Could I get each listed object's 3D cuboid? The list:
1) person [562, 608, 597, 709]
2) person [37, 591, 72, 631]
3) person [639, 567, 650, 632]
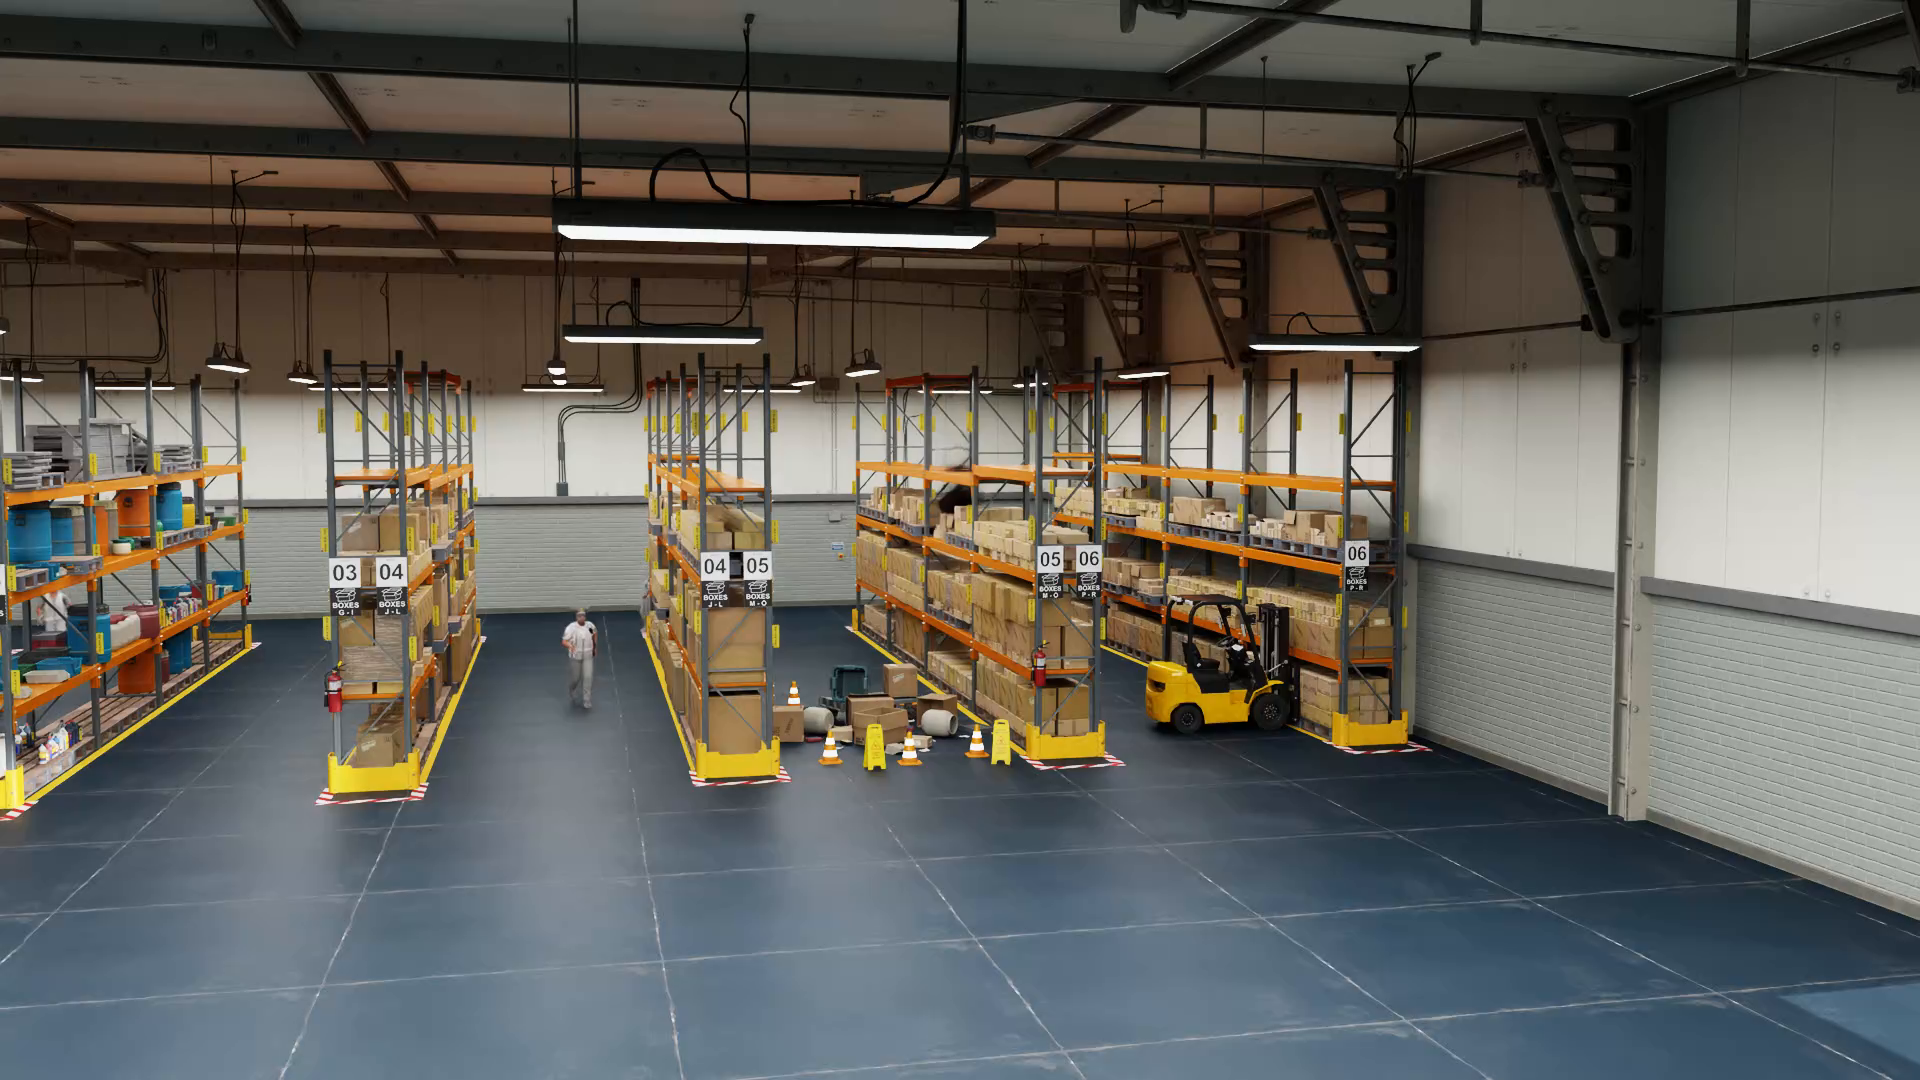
[{"bbox_3d":[-6.747,2.065,29.567,0.647,1.767,0.950,-2,4,-24],"label":"person"},{"bbox_3d":[-19.082,1.706,35.070,0.668,1.745,0.632,-2,4,-27],"label":"person"},{"bbox_3d":[-7.423,1.392,40.224,0.659,1.670,0.620,-2,5,-29],"label":"person"}]
